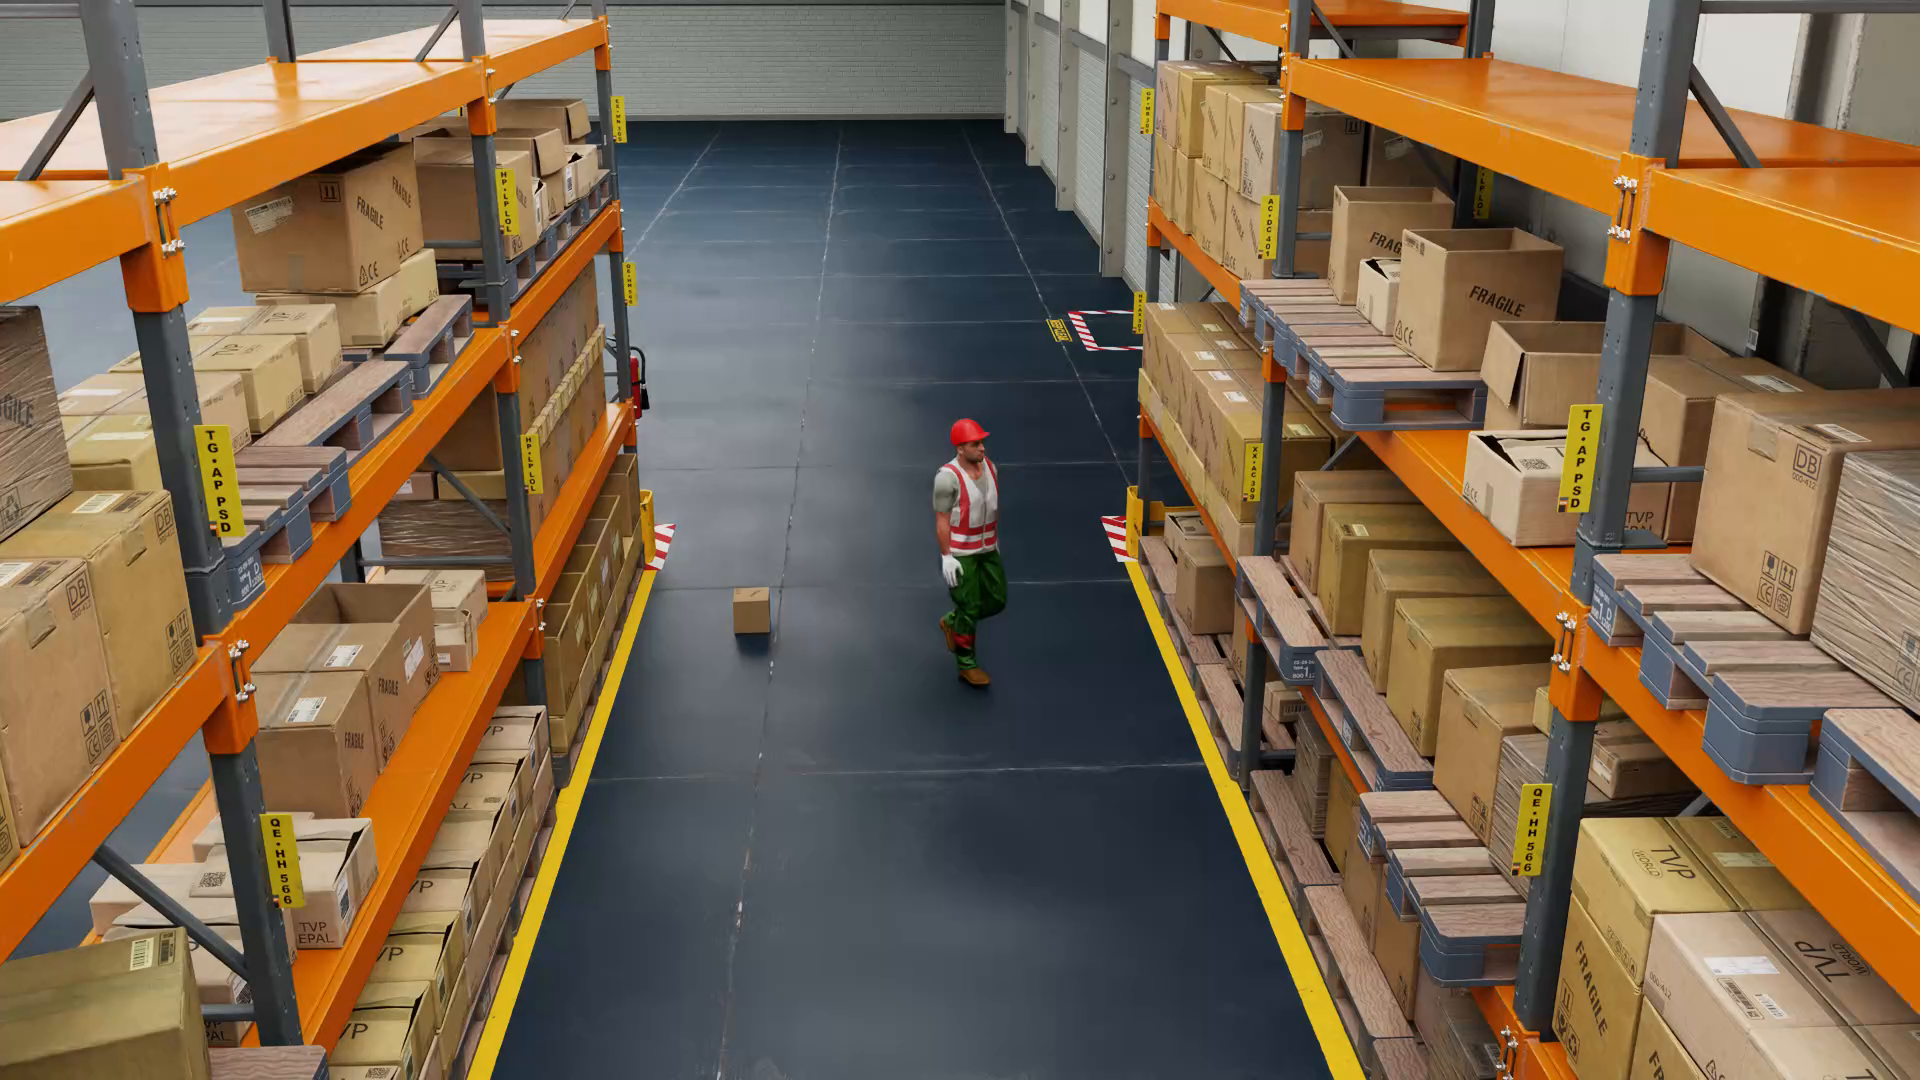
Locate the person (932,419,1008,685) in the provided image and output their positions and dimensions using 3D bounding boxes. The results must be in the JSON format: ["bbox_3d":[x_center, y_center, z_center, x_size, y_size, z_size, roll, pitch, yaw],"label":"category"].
[{"bbox_3d":[0.027,0.048,10.842,0.546,1.780,0.597,-18,27,-40],"label":"person"}]
